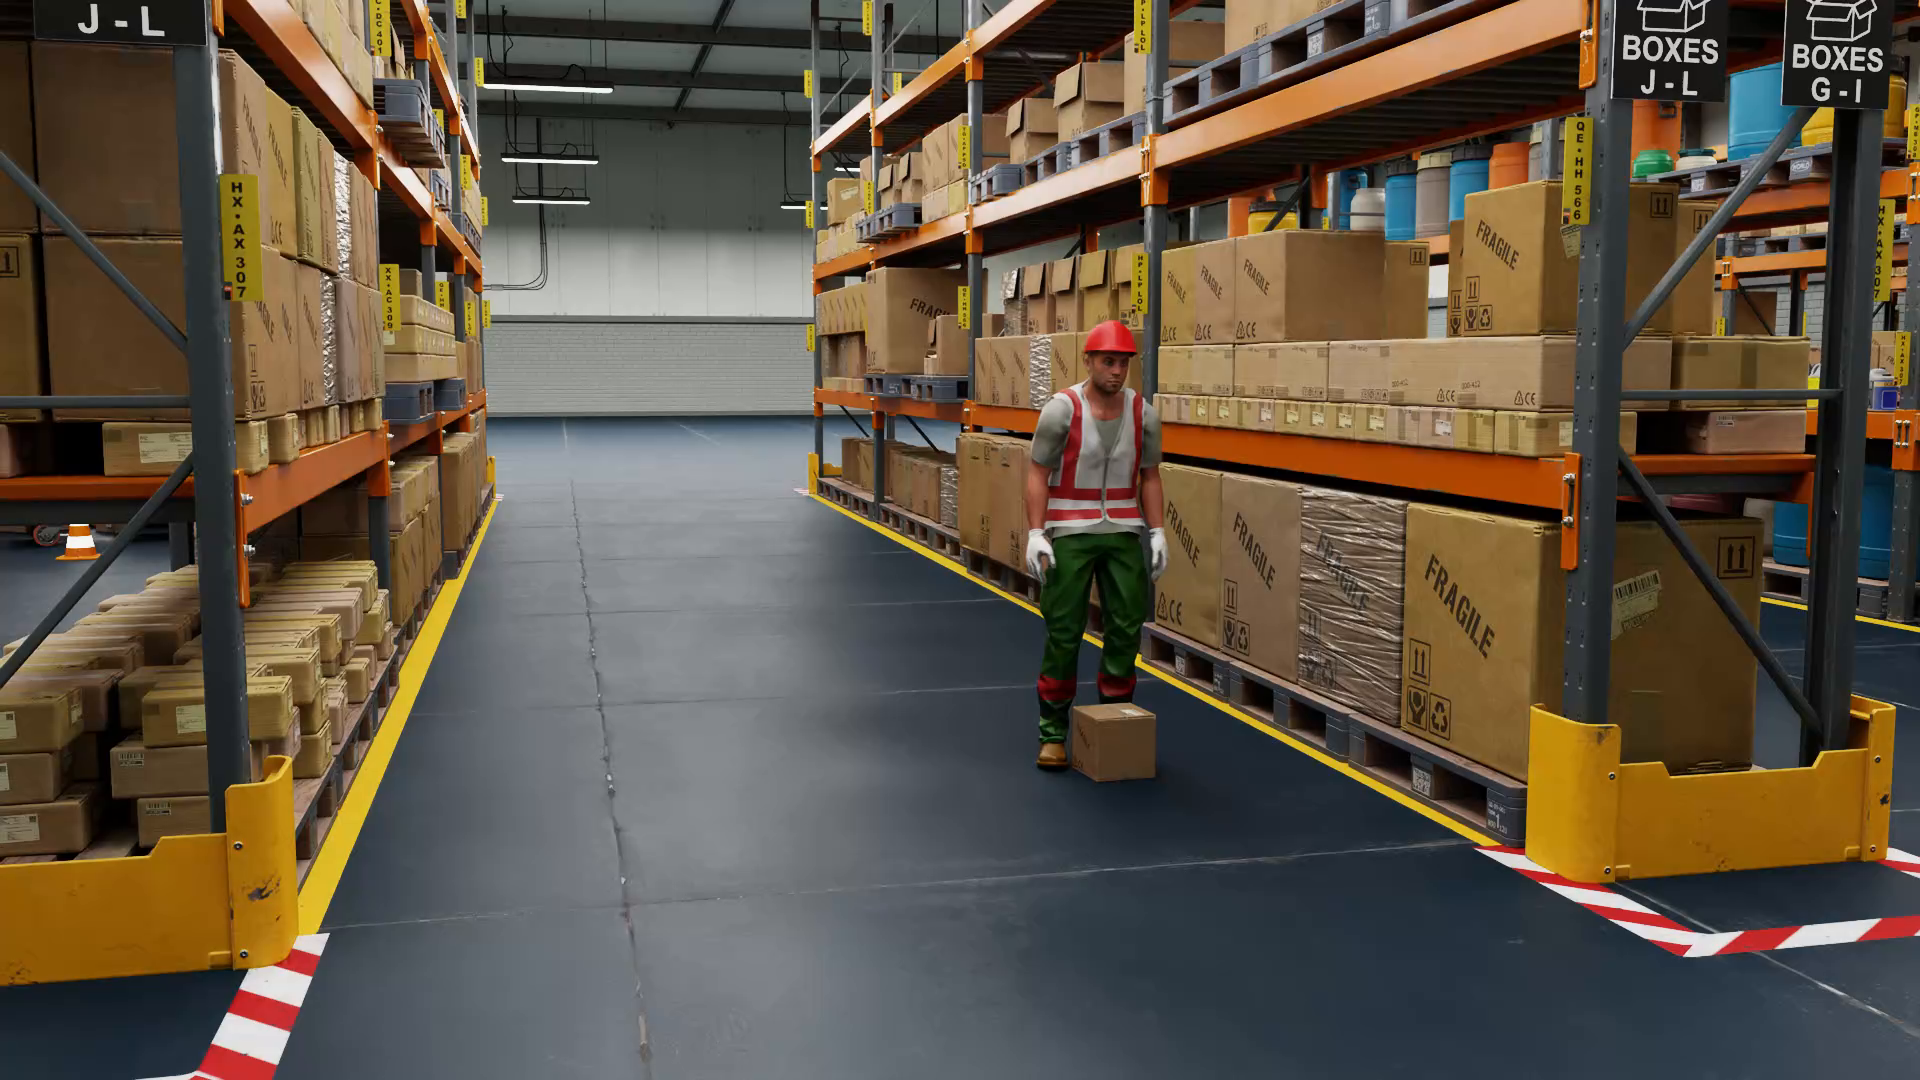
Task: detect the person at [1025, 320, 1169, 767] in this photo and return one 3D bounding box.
[{"bbox_3d":[2.424,-0.631,12.793,7.255,1.779,11.425,-2,6,-14],"label":"person"}]
